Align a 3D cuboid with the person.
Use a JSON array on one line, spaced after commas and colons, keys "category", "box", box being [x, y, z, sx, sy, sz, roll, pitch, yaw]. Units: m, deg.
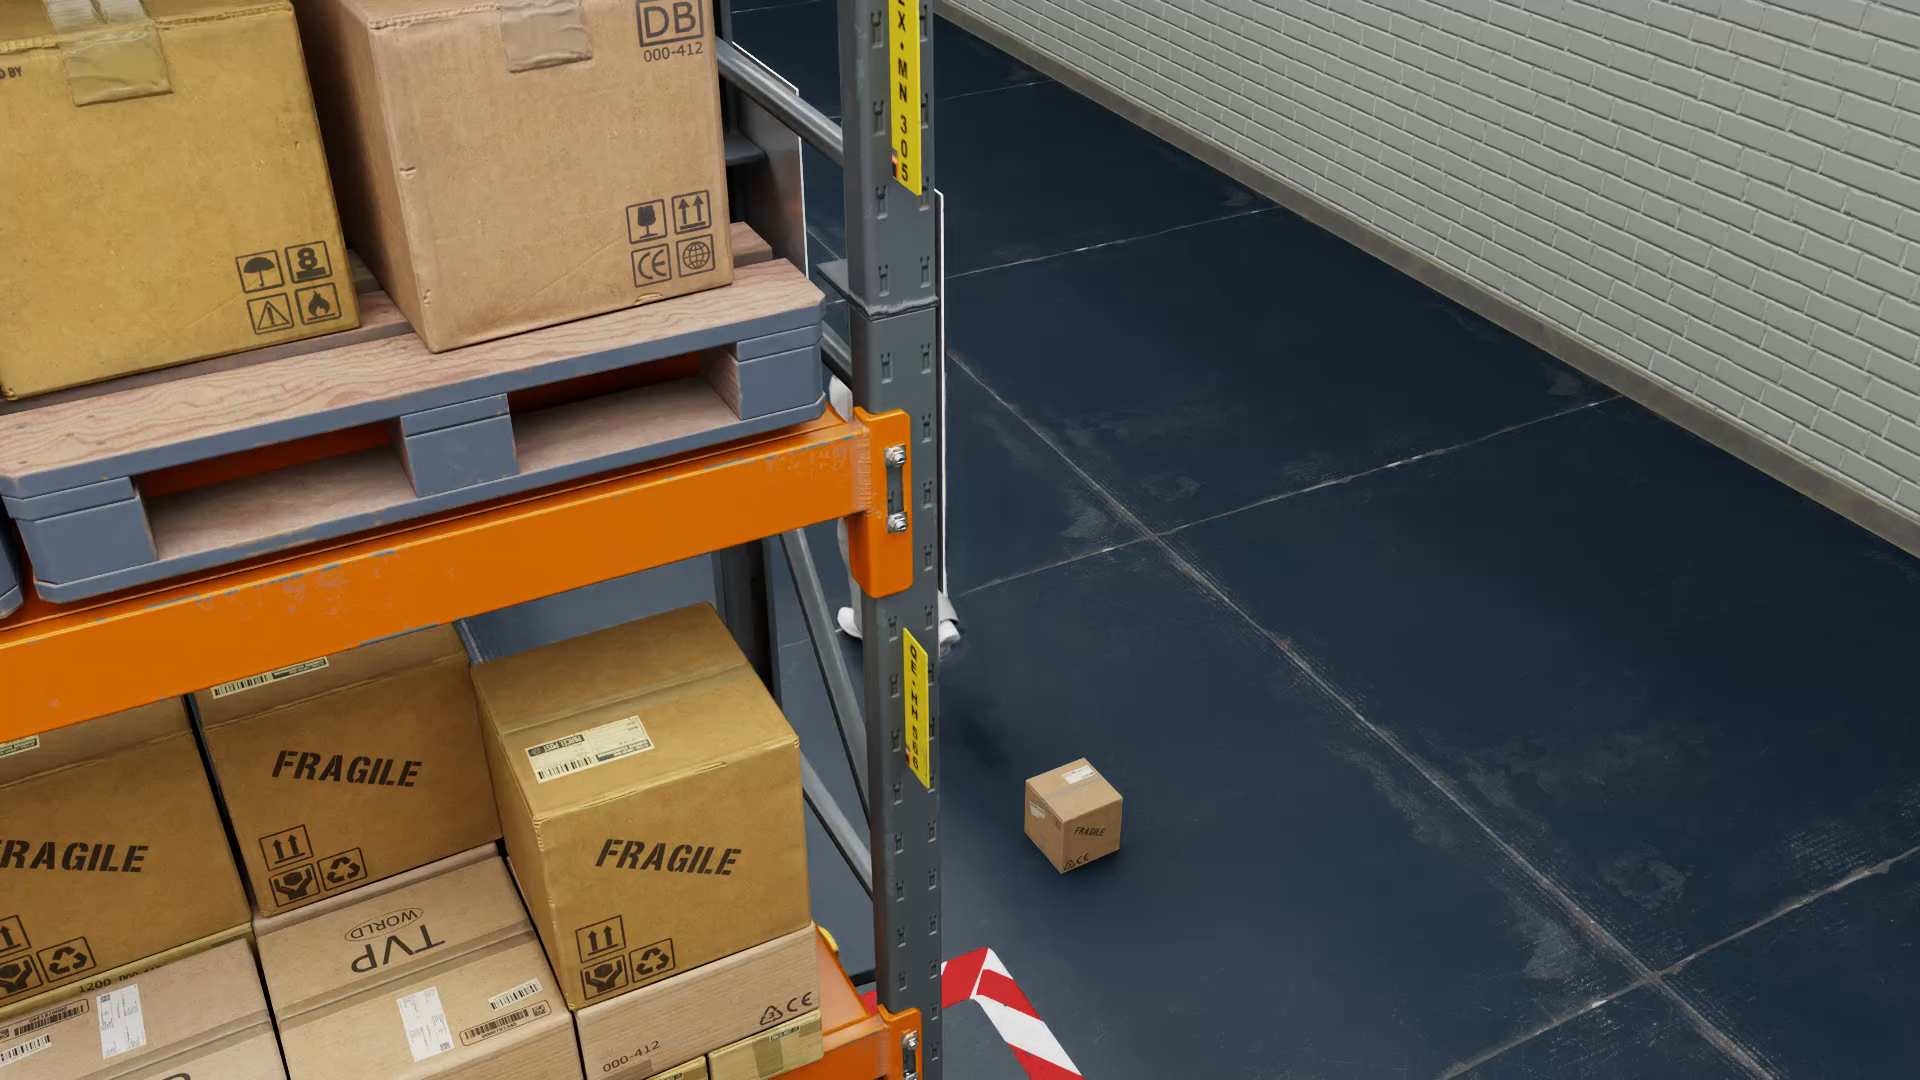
[{"category": "person", "box": [-0.264, -0.213, 6.438, 0.453, 1.652, 0.709, -20, 38, -27]}]
